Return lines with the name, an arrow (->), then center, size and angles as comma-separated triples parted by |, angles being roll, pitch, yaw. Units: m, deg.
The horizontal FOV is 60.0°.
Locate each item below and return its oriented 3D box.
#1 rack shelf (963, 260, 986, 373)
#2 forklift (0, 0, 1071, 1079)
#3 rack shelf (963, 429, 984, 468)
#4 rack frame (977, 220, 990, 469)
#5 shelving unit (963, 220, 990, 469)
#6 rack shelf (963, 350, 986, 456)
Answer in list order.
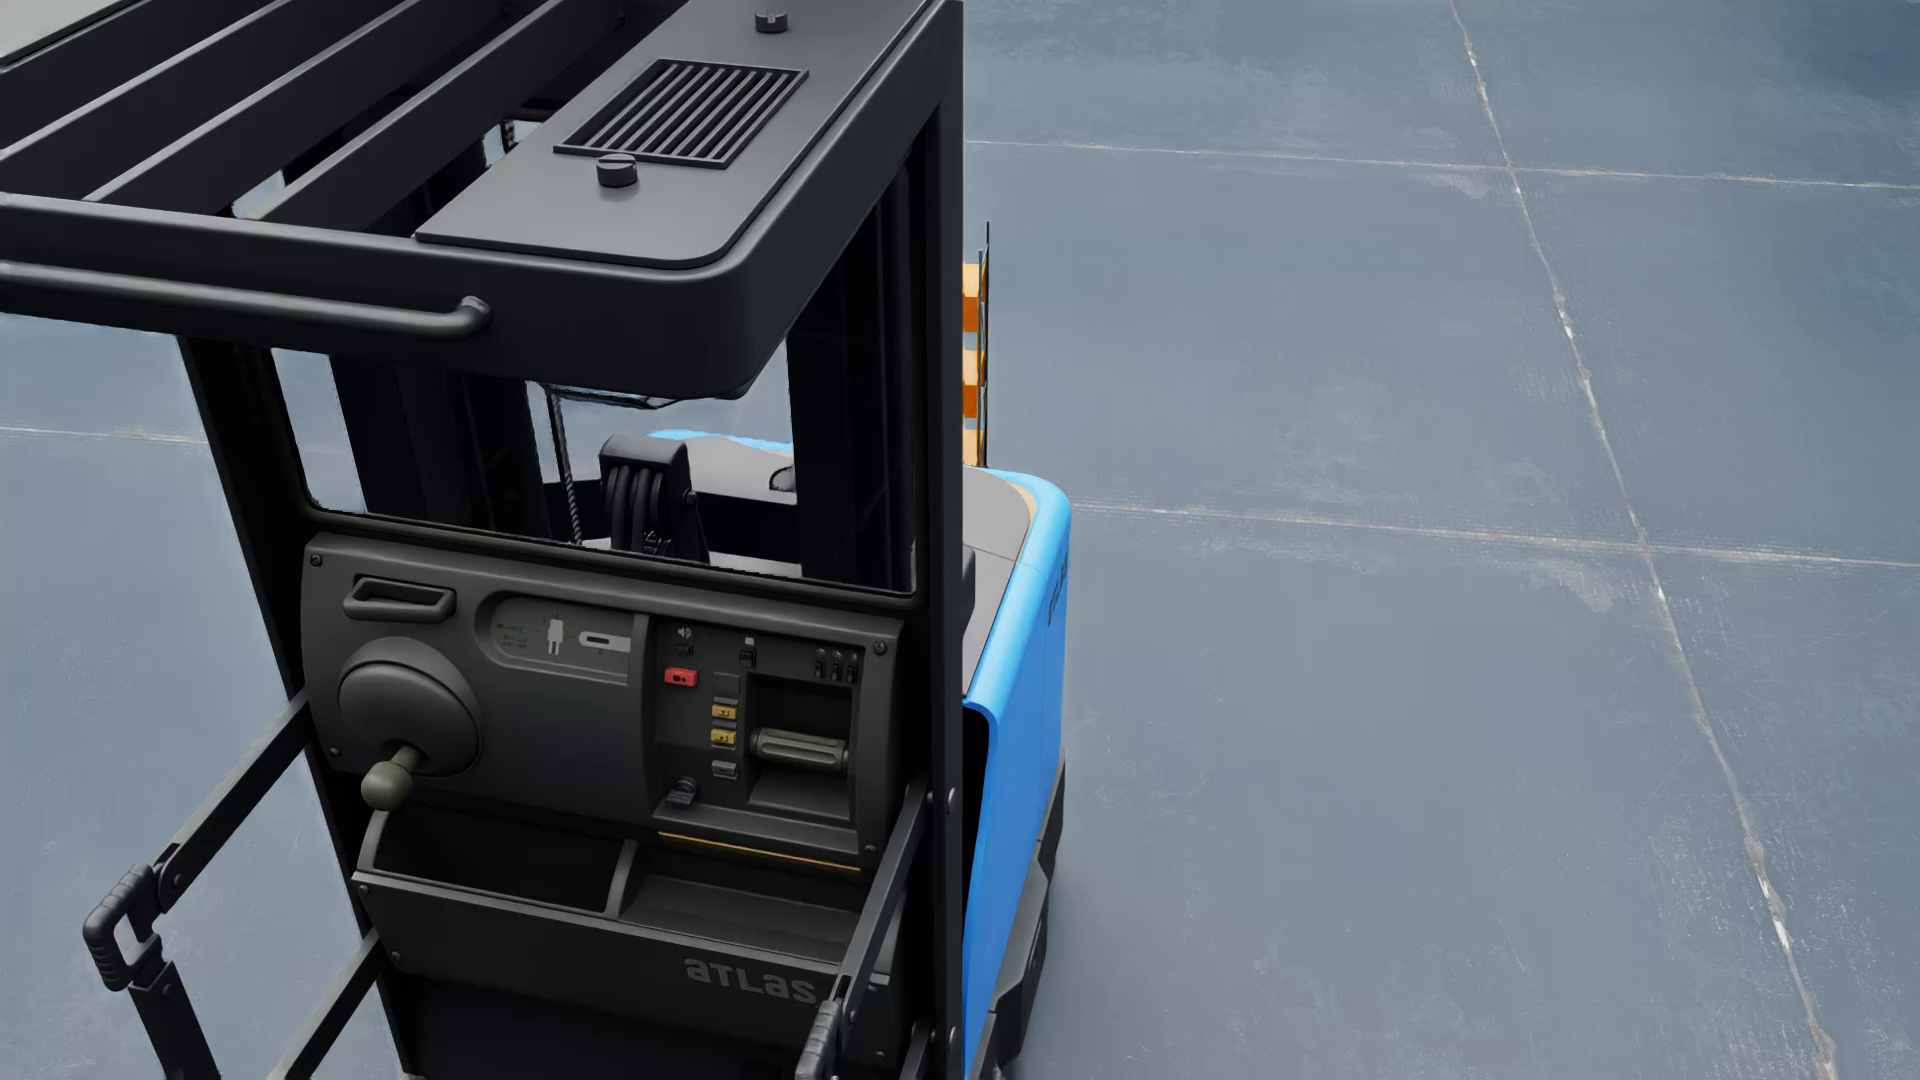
rack shelf -> -0.053, -0.654, 4.792 | 0.240, 0.259, 0.215 | 4, 36, 6
forklift -> -0.594, 0.311, 2.292 | 1.130, 2.935, 3.031 | 8, 36, 11
rack shelf -> -0.053, -0.196, 5.118 | 0.240, 0.259, 0.215 | 4, 36, 6
rack frame -> 0.068, -0.422, 4.938 | 0.008, 1.050, 0.200 | 4, 36, 6
shelving unit -> -0.053, -0.431, 4.951 | 0.252, 1.050, 0.215 | 4, 36, 6
rack shelf -> -0.053, -0.423, 4.957 | 0.240, 0.259, 0.215 | 4, 36, 6
